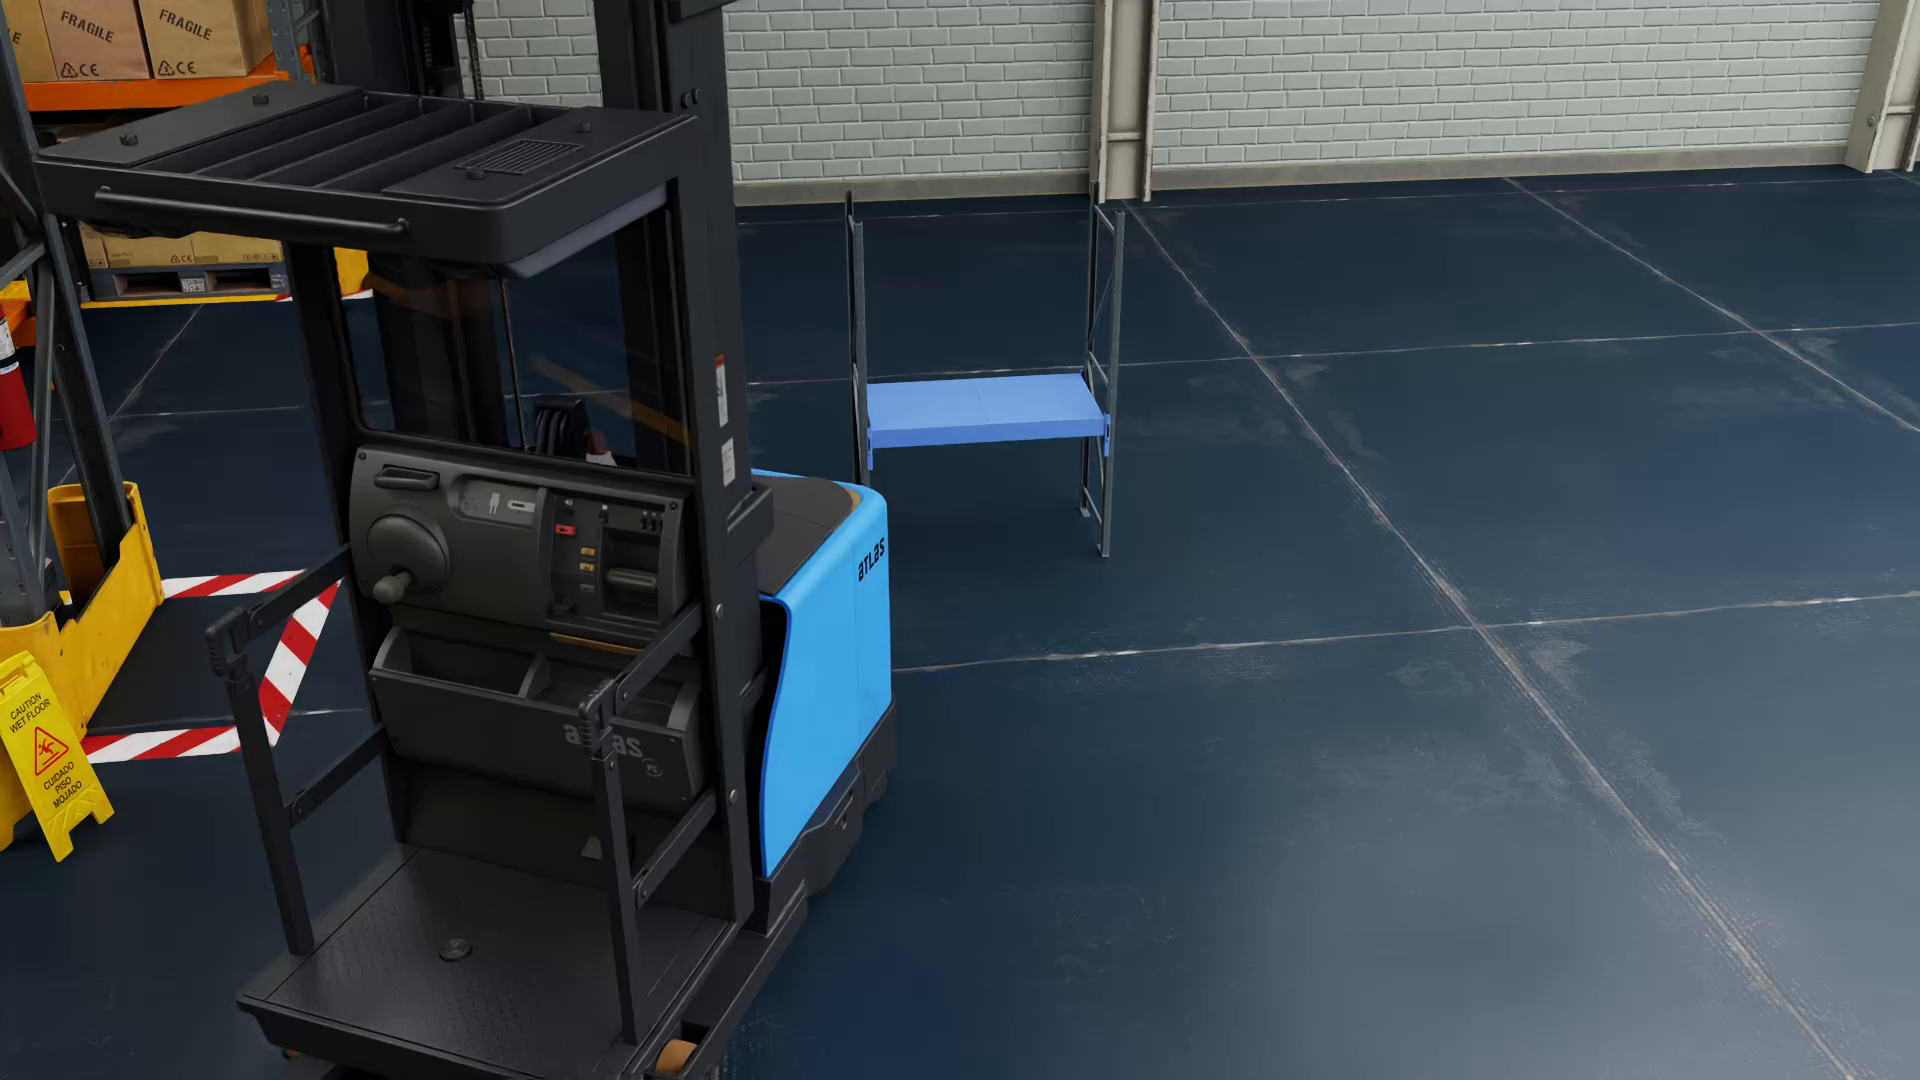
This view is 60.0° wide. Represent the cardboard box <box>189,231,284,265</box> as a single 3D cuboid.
[{"bbox_3d":[-4.386,-1.890,10.200,0.500,0.250,0.500,-3,27,-7],"label":"cardboard box"}]

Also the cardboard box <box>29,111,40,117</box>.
[{"bbox_3d":[-5.967,-2.473,10.240,0.500,0.250,0.500,-4,27,-8],"label":"cardboard box"}]

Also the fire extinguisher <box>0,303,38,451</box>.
[{"bbox_3d":[-3.092,-0.620,5.258,0.183,0.674,0.296,-4,27,-7],"label":"fire extinguisher"}]

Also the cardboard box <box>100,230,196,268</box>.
[{"bbox_3d":[-4.880,-1.863,10.146,0.500,0.250,0.500,-4,27,-7],"label":"cardboard box"}]

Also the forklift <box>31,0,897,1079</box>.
[{"bbox_3d":[-1.175,0.049,3.944,1.130,2.935,3.031,9,28,17],"label":"forklift"}]

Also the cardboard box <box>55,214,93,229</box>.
[{"bbox_3d":[-5.410,-2.044,9.951,0.500,0.250,0.500,-4,27,-8],"label":"cardboard box"}]

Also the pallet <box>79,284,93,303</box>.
[{"bbox_3d":[-5.922,-1.715,10.361,1.213,0.211,1.003,-4,27,-7],"label":"pallet"}]

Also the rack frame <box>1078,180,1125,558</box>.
[{"bbox_3d":[0.588,-0.705,6.981,0.032,1.500,0.500,-4,27,-7],"label":"rack frame"}]

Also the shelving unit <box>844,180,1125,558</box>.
[{"bbox_3d":[0.084,-0.673,6.918,1.048,1.500,0.538,-4,27,-7],"label":"shelving unit"}]

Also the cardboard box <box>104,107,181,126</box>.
[{"bbox_3d":[-4.961,-2.529,10.350,0.500,0.250,0.500,-4,27,-7],"label":"cardboard box"}]

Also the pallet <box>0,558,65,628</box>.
[{"bbox_3d":[-4.154,0.426,6.189,1.213,0.211,1.003,-4,27,-7],"label":"pallet"}]

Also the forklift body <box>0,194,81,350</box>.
[{"bbox_3d":[-5.588,-1.776,8.356,1.214,2.155,2.313,-4,27,-7],"label":"forklift body"}]

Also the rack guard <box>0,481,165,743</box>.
[{"bbox_3d":[-3.345,0.261,6.193,0.348,0.500,1.175,-4,27,-7],"label":"rack guard"}]

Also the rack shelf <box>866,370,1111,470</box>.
[{"bbox_3d":[0.084,-0.513,7.000,1.000,0.185,0.538,-4,27,-7],"label":"rack shelf"}]

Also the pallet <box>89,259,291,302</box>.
[{"bbox_3d":[-4.716,-1.791,10.509,1.213,0.211,1.003,-4,27,-7],"label":"pallet"}]

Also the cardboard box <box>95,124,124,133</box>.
[{"bbox_3d":[-4.882,-2.302,9.908,0.500,0.250,0.500,-3,27,-6],"label":"cardboard box"}]

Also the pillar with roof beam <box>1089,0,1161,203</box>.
[{"bbox_3d":[1.761,-4.567,6.294,0.400,9.000,9.100,-4,27,-7],"label":"pillar with roof beam"}]

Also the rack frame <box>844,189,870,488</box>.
[{"bbox_3d":[-0.419,-0.640,6.855,0.032,1.500,0.500,-4,27,-7],"label":"rack frame"}]

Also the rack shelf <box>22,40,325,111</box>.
[{"bbox_3d":[-5.945,-2.652,9.921,4.000,0.370,1.077,-4,27,-7],"label":"rack shelf"}]

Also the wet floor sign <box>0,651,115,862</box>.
[{"bbox_3d":[-2.932,0.664,5.250,0.232,0.644,0.267,6,28,11],"label":"wet floor sign"}]

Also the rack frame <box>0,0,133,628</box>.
[{"bbox_3d":[-3.270,-0.856,5.632,0.127,3.000,1.000,-4,27,-7],"label":"rack frame"}]

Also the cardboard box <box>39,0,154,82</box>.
[{"bbox_3d":[-4.931,-2.965,9.633,0.500,0.500,0.500,-3,27,-5],"label":"cardboard box"}]

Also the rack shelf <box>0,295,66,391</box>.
[{"bbox_3d":[-5.250,-0.408,5.548,4.000,0.370,1.077,-4,27,-7],"label":"rack shelf"}]

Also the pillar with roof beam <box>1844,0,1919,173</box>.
[{"bbox_3d":[7.703,-4.949,7.037,0.400,9.000,9.100,-4,27,-7],"label":"pillar with roof beam"}]

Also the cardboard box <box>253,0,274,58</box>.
[{"bbox_3d":[-4.494,-3.238,10.165,0.500,0.500,0.500,-3,27,-5],"label":"cardboard box"}]

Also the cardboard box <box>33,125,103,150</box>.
[{"bbox_3d":[-5.381,-2.266,9.836,0.500,0.250,0.500,-3,27,-6],"label":"cardboard box"}]

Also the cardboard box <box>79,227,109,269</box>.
[{"bbox_3d":[-5.377,-1.835,10.092,0.500,0.250,0.500,-3,27,-7],"label":"cardboard box"}]

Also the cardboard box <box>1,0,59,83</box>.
[{"bbox_3d":[-5.438,-2.932,9.569,0.500,0.500,0.500,-4,27,-8],"label":"cardboard box"}]

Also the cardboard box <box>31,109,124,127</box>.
[{"bbox_3d":[-5.458,-2.502,10.298,0.500,0.250,0.500,-4,27,-7],"label":"cardboard box"}]

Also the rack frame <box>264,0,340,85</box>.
[{"bbox_3d":[-3.965,-3.099,10.004,0.127,3.000,1.000,-4,27,-7],"label":"rack frame"}]

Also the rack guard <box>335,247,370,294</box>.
[{"bbox_3d":[-3.941,-1.989,10.578,0.348,0.500,1.175,-4,27,-7],"label":"rack guard"}]

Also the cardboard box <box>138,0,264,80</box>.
[{"bbox_3d":[-4.416,-2.994,9.689,0.500,0.500,0.500,-4,27,-8],"label":"cardboard box"}]
